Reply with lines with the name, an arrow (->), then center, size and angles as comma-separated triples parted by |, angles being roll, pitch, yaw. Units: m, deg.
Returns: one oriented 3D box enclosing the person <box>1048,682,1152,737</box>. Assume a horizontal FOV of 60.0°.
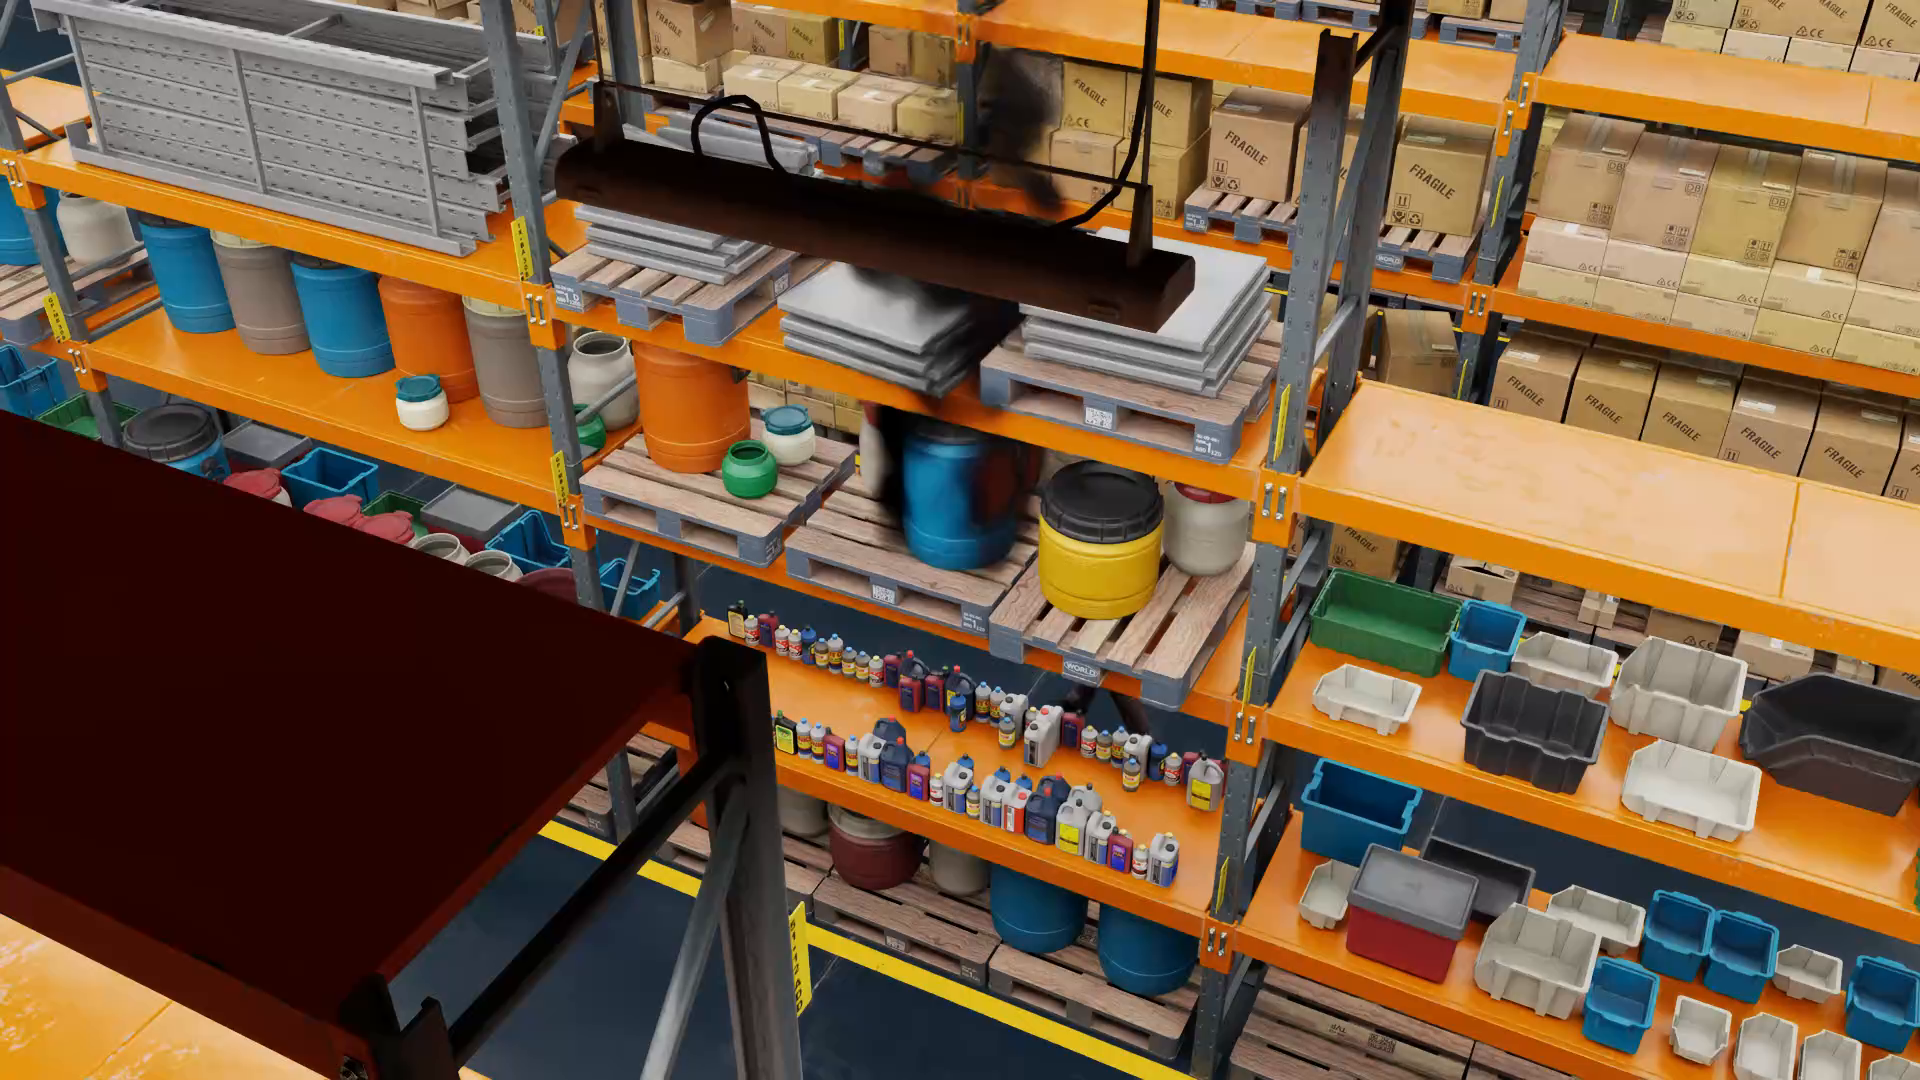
person -> 0.948, 0.606, 10.947 | 0.833, 1.737, 0.645 | 17, 39, 23
